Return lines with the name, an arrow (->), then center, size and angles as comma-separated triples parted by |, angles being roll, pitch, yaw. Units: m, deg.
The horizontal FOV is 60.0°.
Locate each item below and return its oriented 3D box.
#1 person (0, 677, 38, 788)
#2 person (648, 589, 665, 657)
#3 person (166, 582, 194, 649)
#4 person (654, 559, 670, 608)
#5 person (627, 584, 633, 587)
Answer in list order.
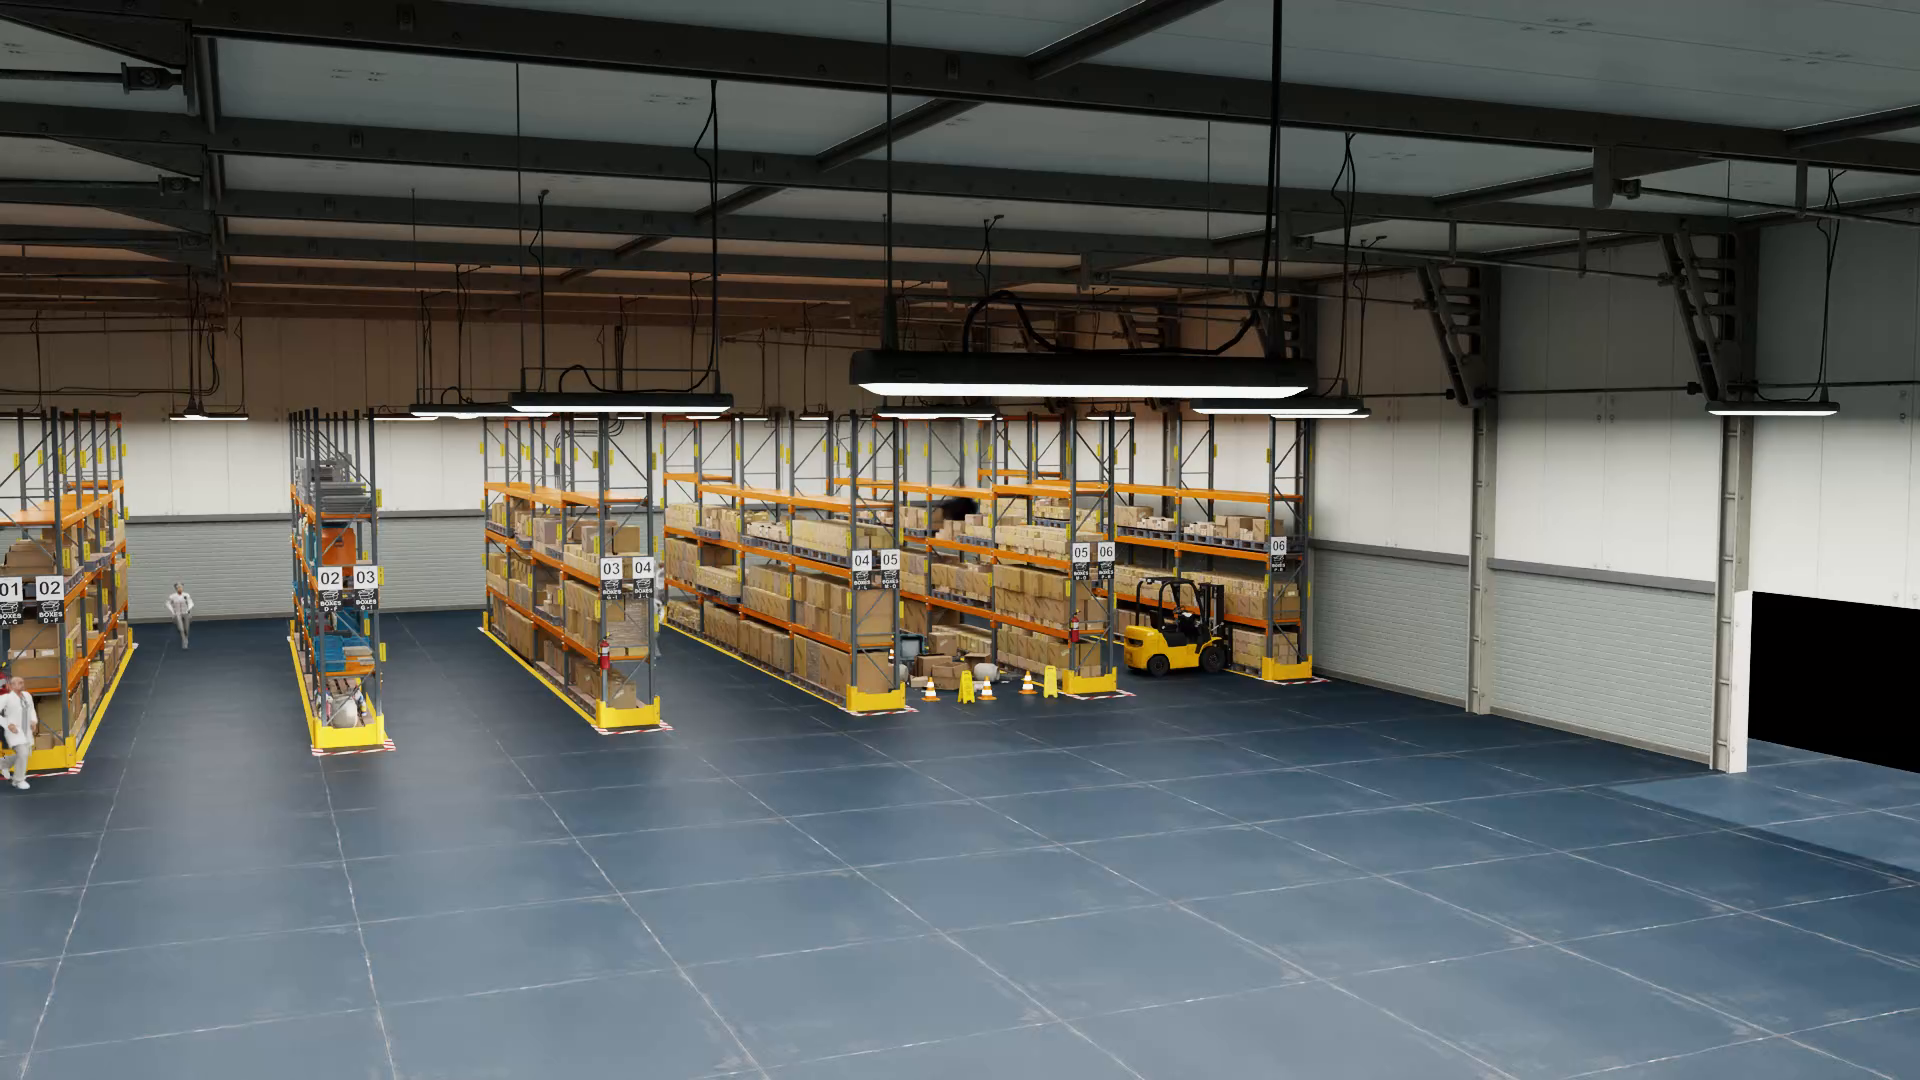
person -> -14.962, 3.036, 26.296 | 0.755, 1.761, 0.754 | 1, 4, 16
person -> -7.614, 2.031, 41.139 | 0.643, 1.665, 0.742 | -2, 4, -25
person -> -19.912, 1.918, 42.473 | 0.629, 1.693, 0.747 | -2, 5, -32
person -> -8.882, 1.403, 49.149 | 0.904, 1.741, 0.749 | -1, 4, -7
person -> -9.500, 1.570, 47.213 | 0.683, 1.698, 0.535 | 0, 4, 1
